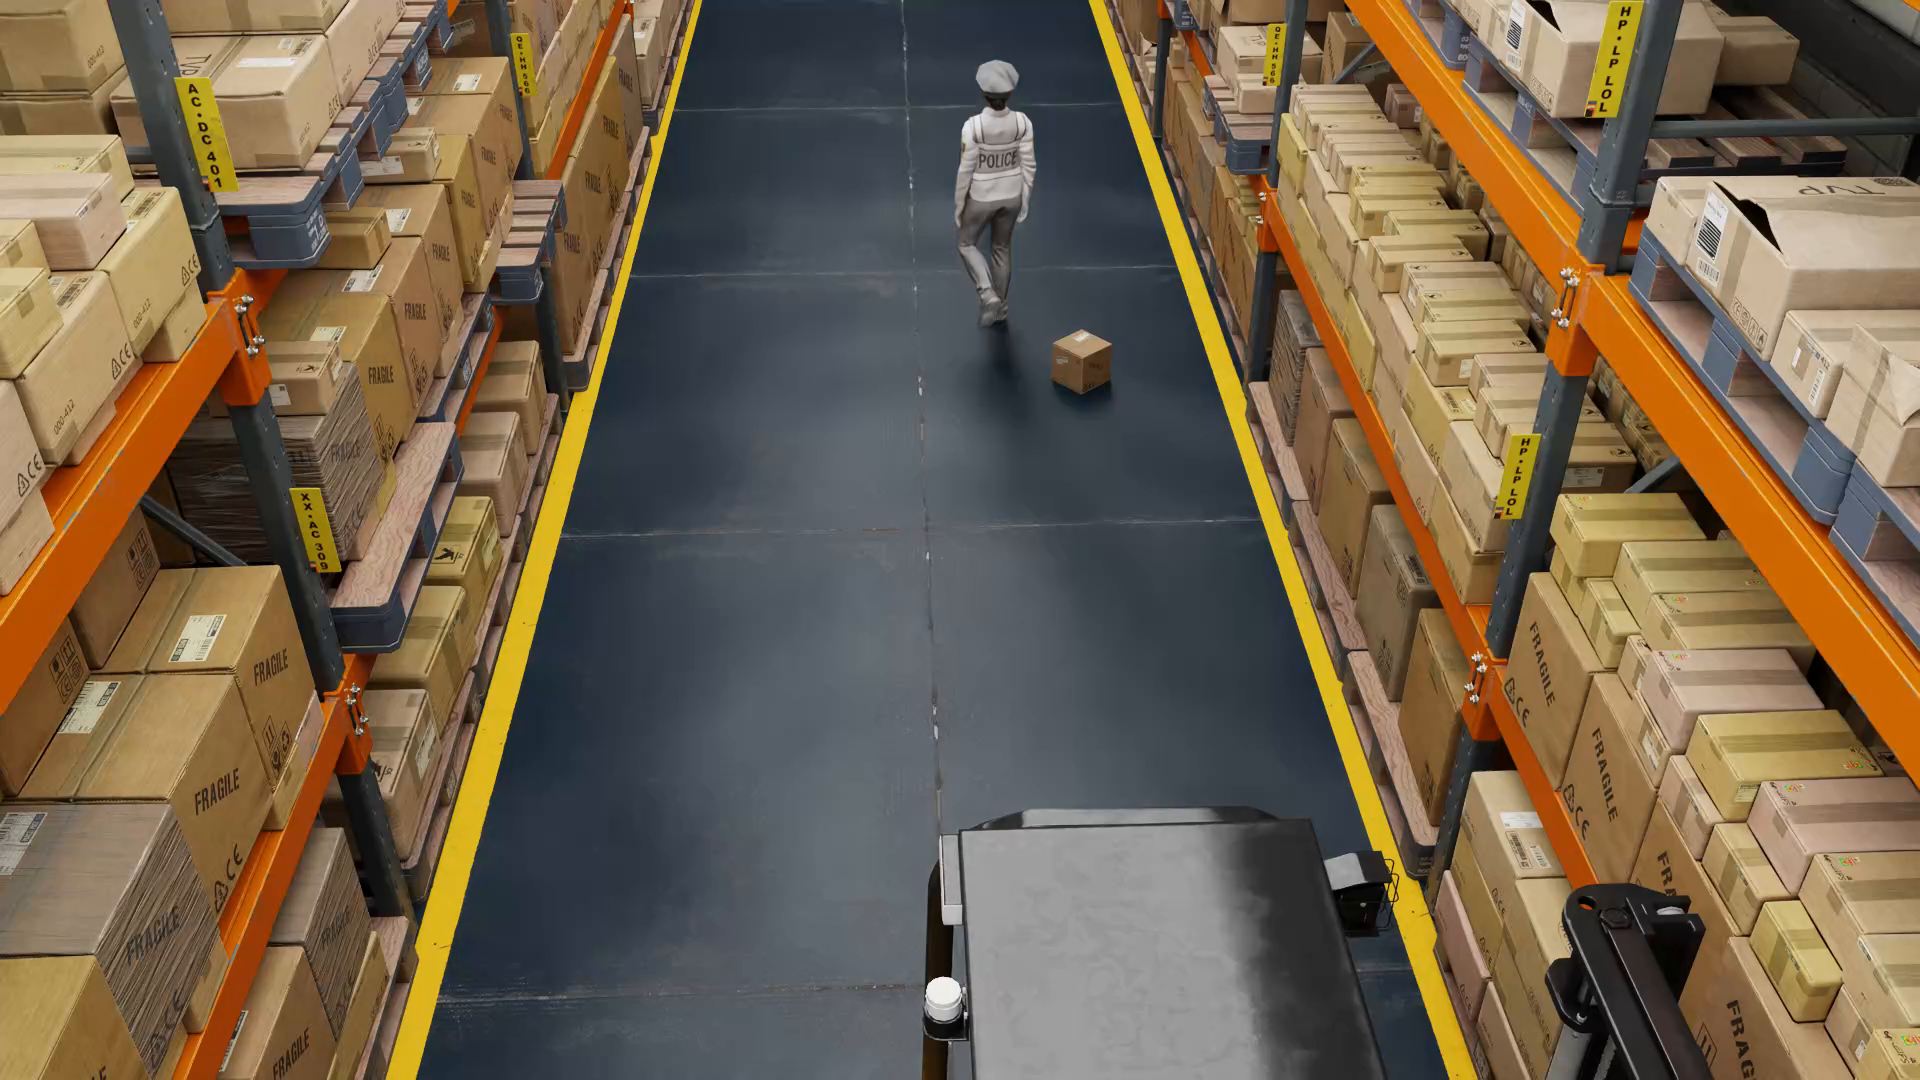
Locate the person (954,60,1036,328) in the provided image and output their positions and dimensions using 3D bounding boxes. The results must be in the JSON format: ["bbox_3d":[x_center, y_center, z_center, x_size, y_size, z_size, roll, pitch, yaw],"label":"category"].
[{"bbox_3d":[0.209,-2.056,10.022,0.488,1.676,0.551,-11,37,-15],"label":"person"}]
